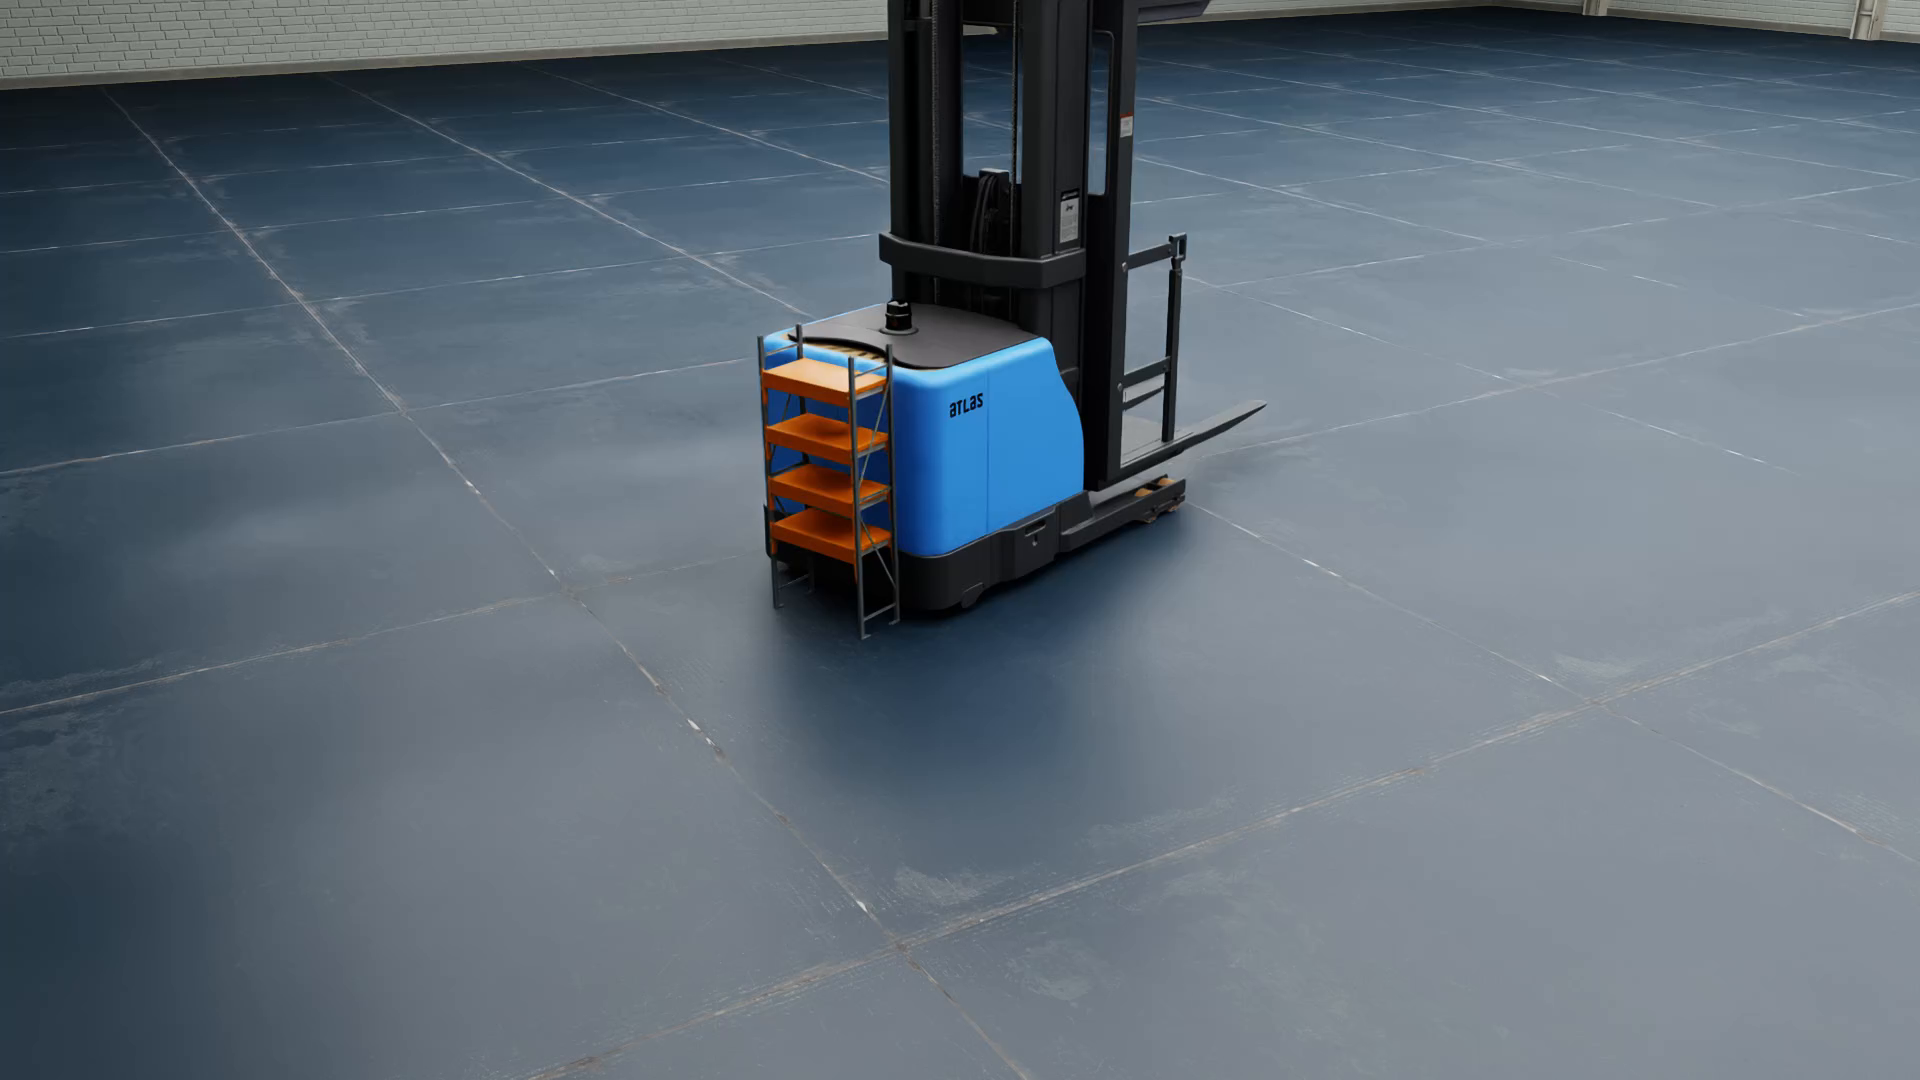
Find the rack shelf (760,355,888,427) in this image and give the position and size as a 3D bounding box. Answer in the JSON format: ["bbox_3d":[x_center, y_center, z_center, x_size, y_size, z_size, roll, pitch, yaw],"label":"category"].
[{"bbox_3d":[-0.534,-0.599,6.641,0.480,0.148,0.258,17,29,36],"label":"rack shelf"}]

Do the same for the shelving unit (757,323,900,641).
[{"bbox_3d":[-0.530,-0.237,6.794,0.503,1.200,0.258,17,29,36],"label":"shelving unit"}]

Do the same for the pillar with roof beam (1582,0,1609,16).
[{"bbox_3d":[9.633,-14.364,31.199,9.100,9.000,0.400,-13,25,-28],"label":"pillar with roof beam"}]

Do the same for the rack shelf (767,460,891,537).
[{"bbox_3d":[-0.529,-0.175,6.820,0.480,0.148,0.258,17,29,36],"label":"rack shelf"}]

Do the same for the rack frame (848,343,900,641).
[{"bbox_3d":[-0.340,-0.179,6.652,0.015,1.200,0.240,17,29,36],"label":"rack frame"}]

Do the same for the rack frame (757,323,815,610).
[{"bbox_3d":[-0.719,-0.295,6.936,0.015,1.200,0.240,17,29,36],"label":"rack frame"}]

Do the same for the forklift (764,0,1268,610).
[{"bbox_3d":[0.455,-1.546,7.722,1.130,2.935,3.031,17,28,36],"label":"forklift"}]

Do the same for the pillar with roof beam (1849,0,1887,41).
[{"bbox_3d":[12.698,-12.422,26.421,9.100,9.000,0.400,-13,25,-28],"label":"pillar with roof beam"}]

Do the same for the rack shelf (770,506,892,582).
[{"bbox_3d":[-0.527,0.008,6.898,0.480,0.148,0.258,17,29,36],"label":"rack shelf"}]

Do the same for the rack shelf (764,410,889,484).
[{"bbox_3d":[-0.532,-0.381,6.733,0.480,0.148,0.258,17,29,36],"label":"rack shelf"}]
